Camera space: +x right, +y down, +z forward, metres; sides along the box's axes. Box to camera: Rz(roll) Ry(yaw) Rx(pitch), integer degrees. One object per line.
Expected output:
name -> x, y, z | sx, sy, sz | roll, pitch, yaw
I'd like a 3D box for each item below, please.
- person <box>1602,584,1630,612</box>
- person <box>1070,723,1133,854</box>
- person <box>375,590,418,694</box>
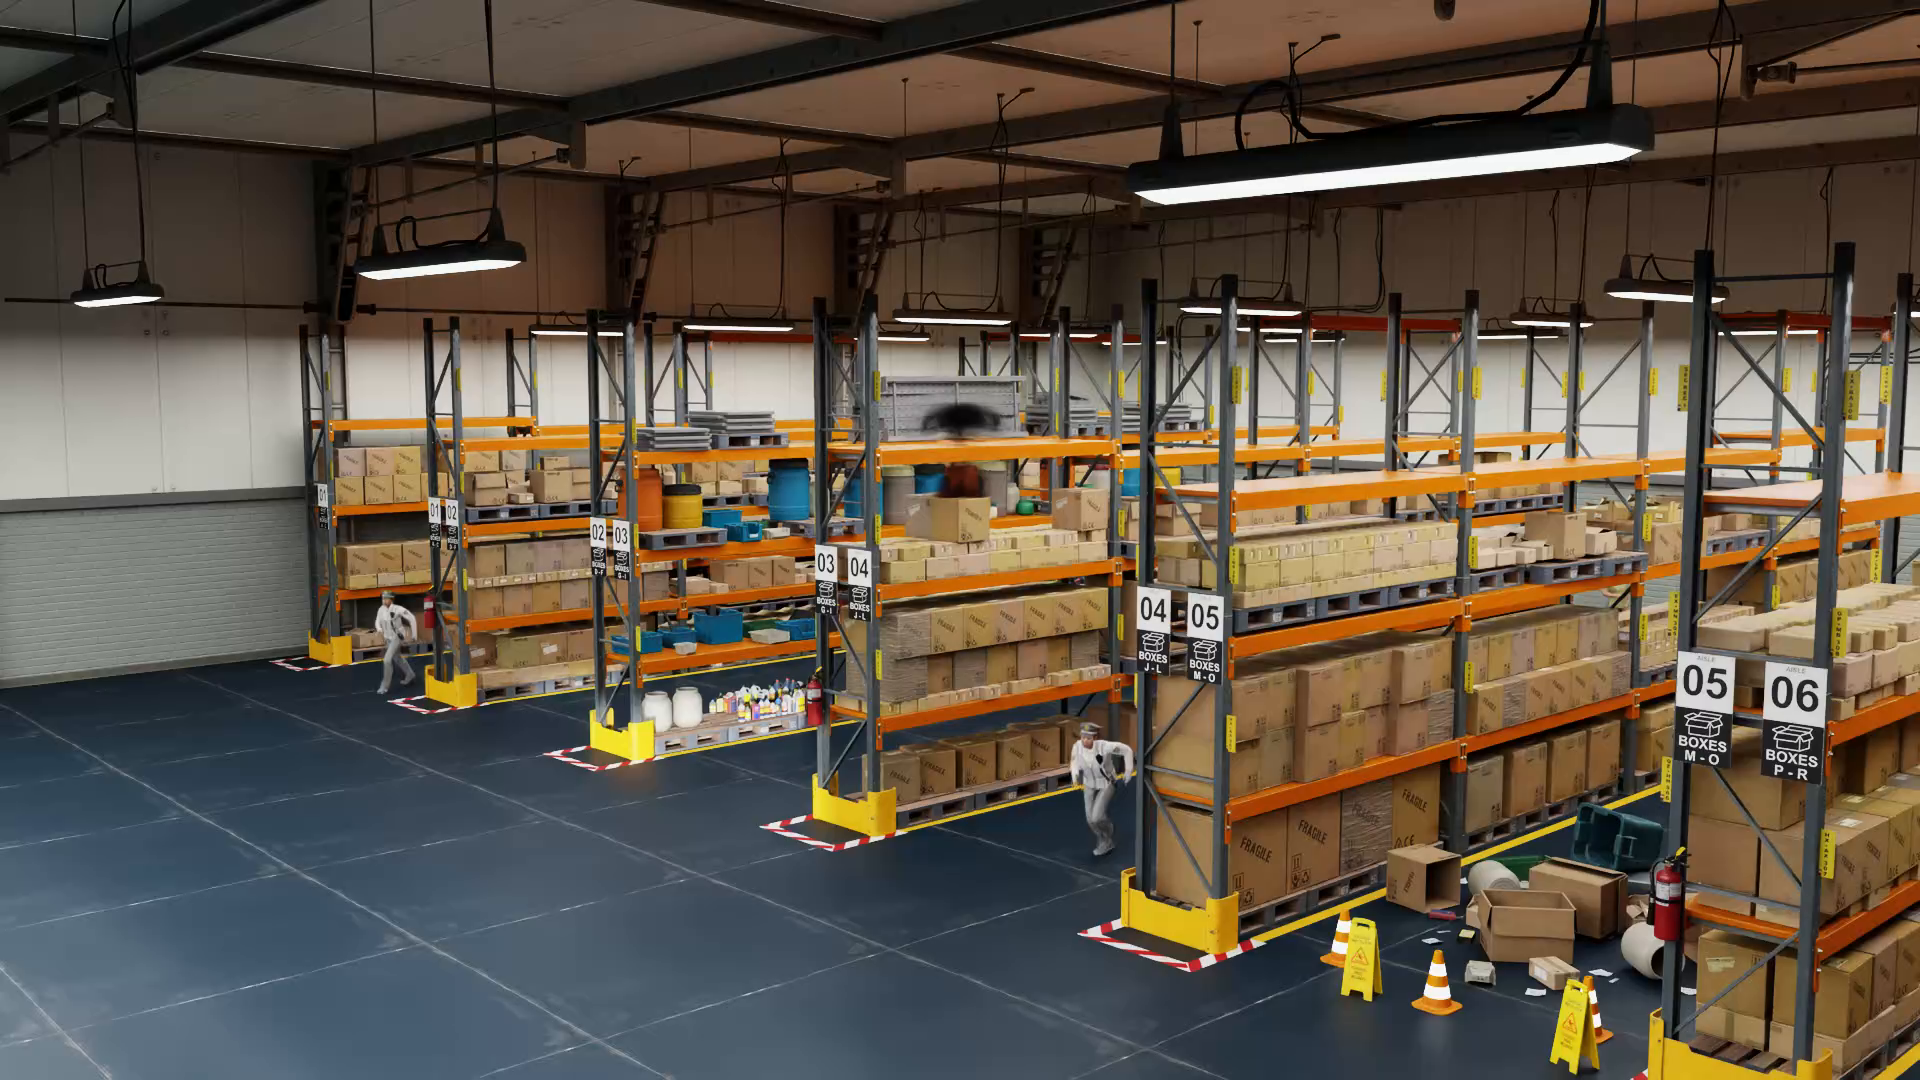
person -> 12.078, 1.254, 30.558 | 0.595, 1.660, 0.971 | -1, 6, -11
person -> 1.486, 2.641, 17.567 | 0.650, 1.518, 0.826 | 3, 7, 28
person -> -9.150, 1.619, 27.053 | 0.592, 1.682, 0.845 | 3, 7, 31
